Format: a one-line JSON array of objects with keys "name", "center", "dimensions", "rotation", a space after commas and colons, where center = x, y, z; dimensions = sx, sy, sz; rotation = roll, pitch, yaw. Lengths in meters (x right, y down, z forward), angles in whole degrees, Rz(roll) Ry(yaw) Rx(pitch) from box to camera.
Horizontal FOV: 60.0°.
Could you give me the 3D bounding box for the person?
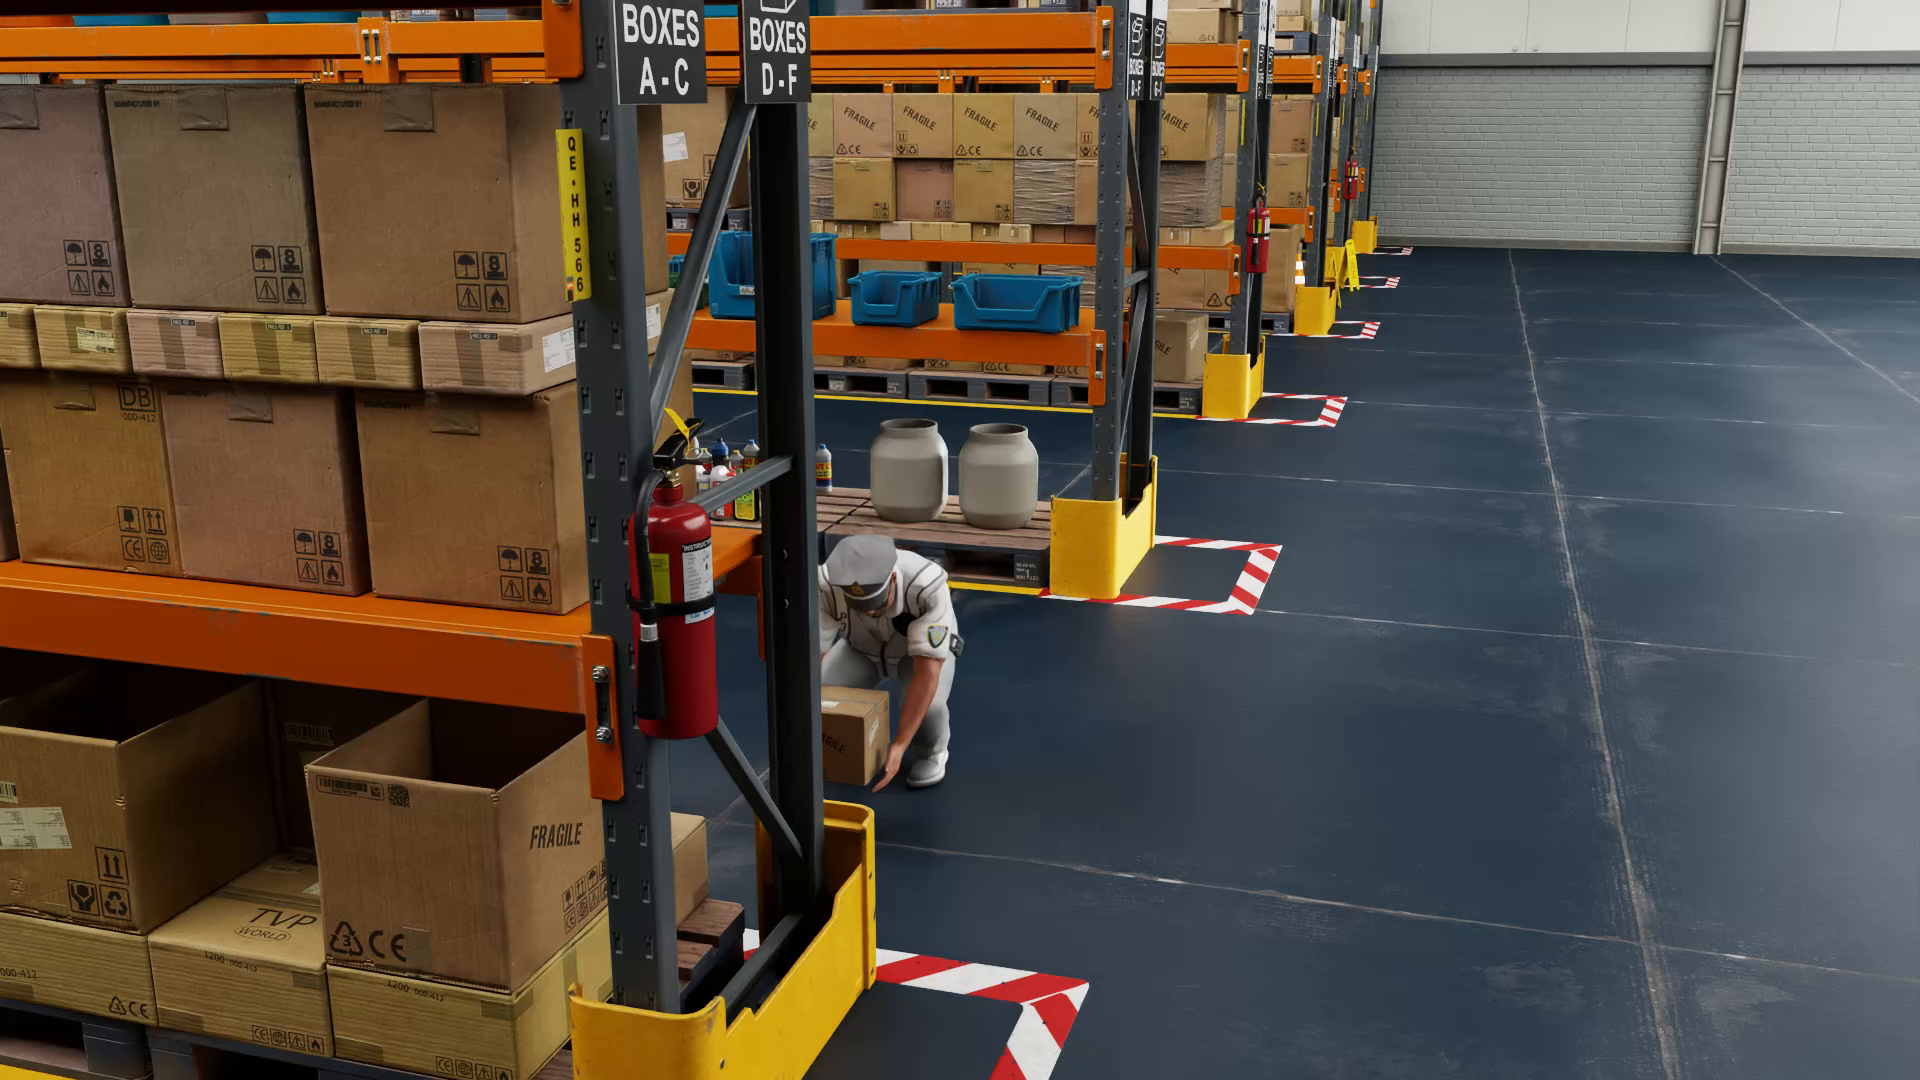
[{"name": "person", "center": [-0.270, 0.406, 5.946], "dimensions": [0.565, 1.006, 0.914], "rotation": [4, 16, 16]}]
